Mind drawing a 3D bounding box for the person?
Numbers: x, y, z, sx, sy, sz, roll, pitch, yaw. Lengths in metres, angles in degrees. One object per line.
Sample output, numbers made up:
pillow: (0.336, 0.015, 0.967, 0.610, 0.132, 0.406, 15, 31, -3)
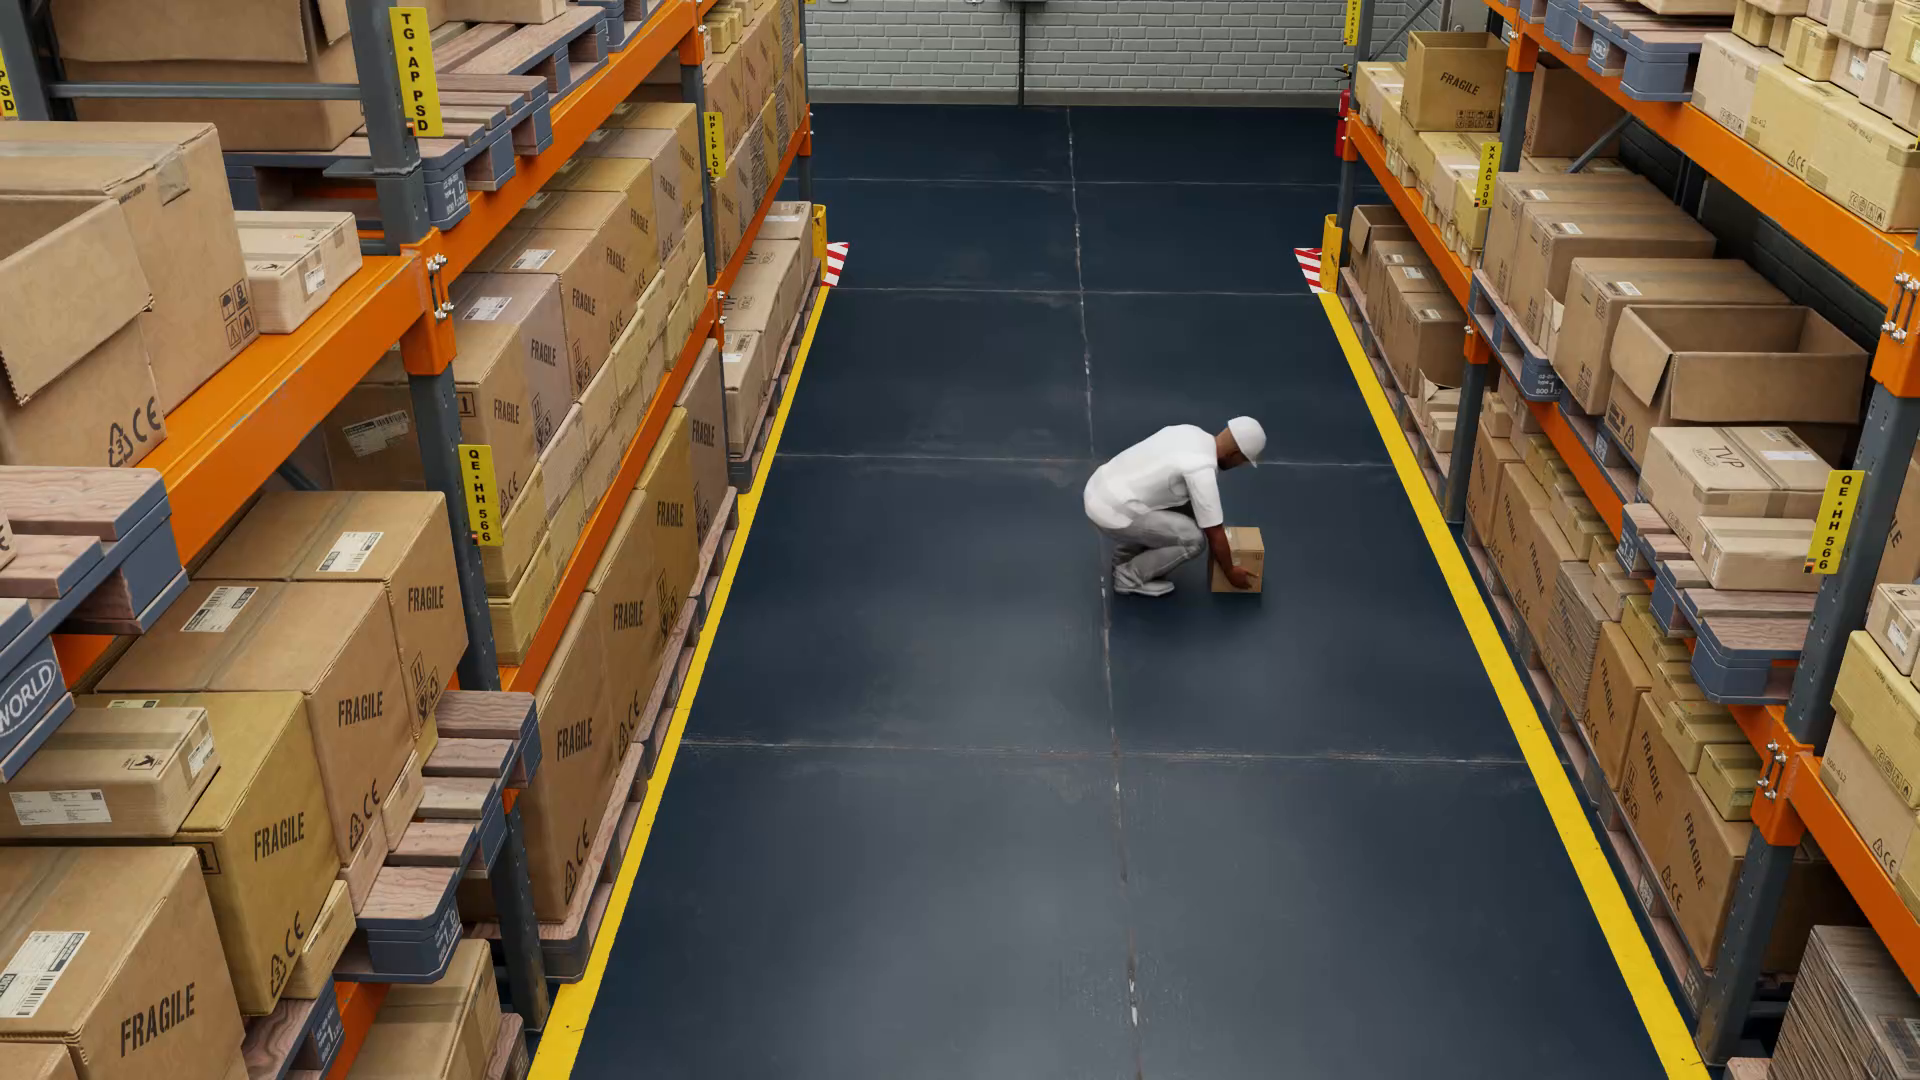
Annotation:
person: (1.076, -0.203, 8.425, 0.896, 0.893, 0.563, 1, 28, 2)
